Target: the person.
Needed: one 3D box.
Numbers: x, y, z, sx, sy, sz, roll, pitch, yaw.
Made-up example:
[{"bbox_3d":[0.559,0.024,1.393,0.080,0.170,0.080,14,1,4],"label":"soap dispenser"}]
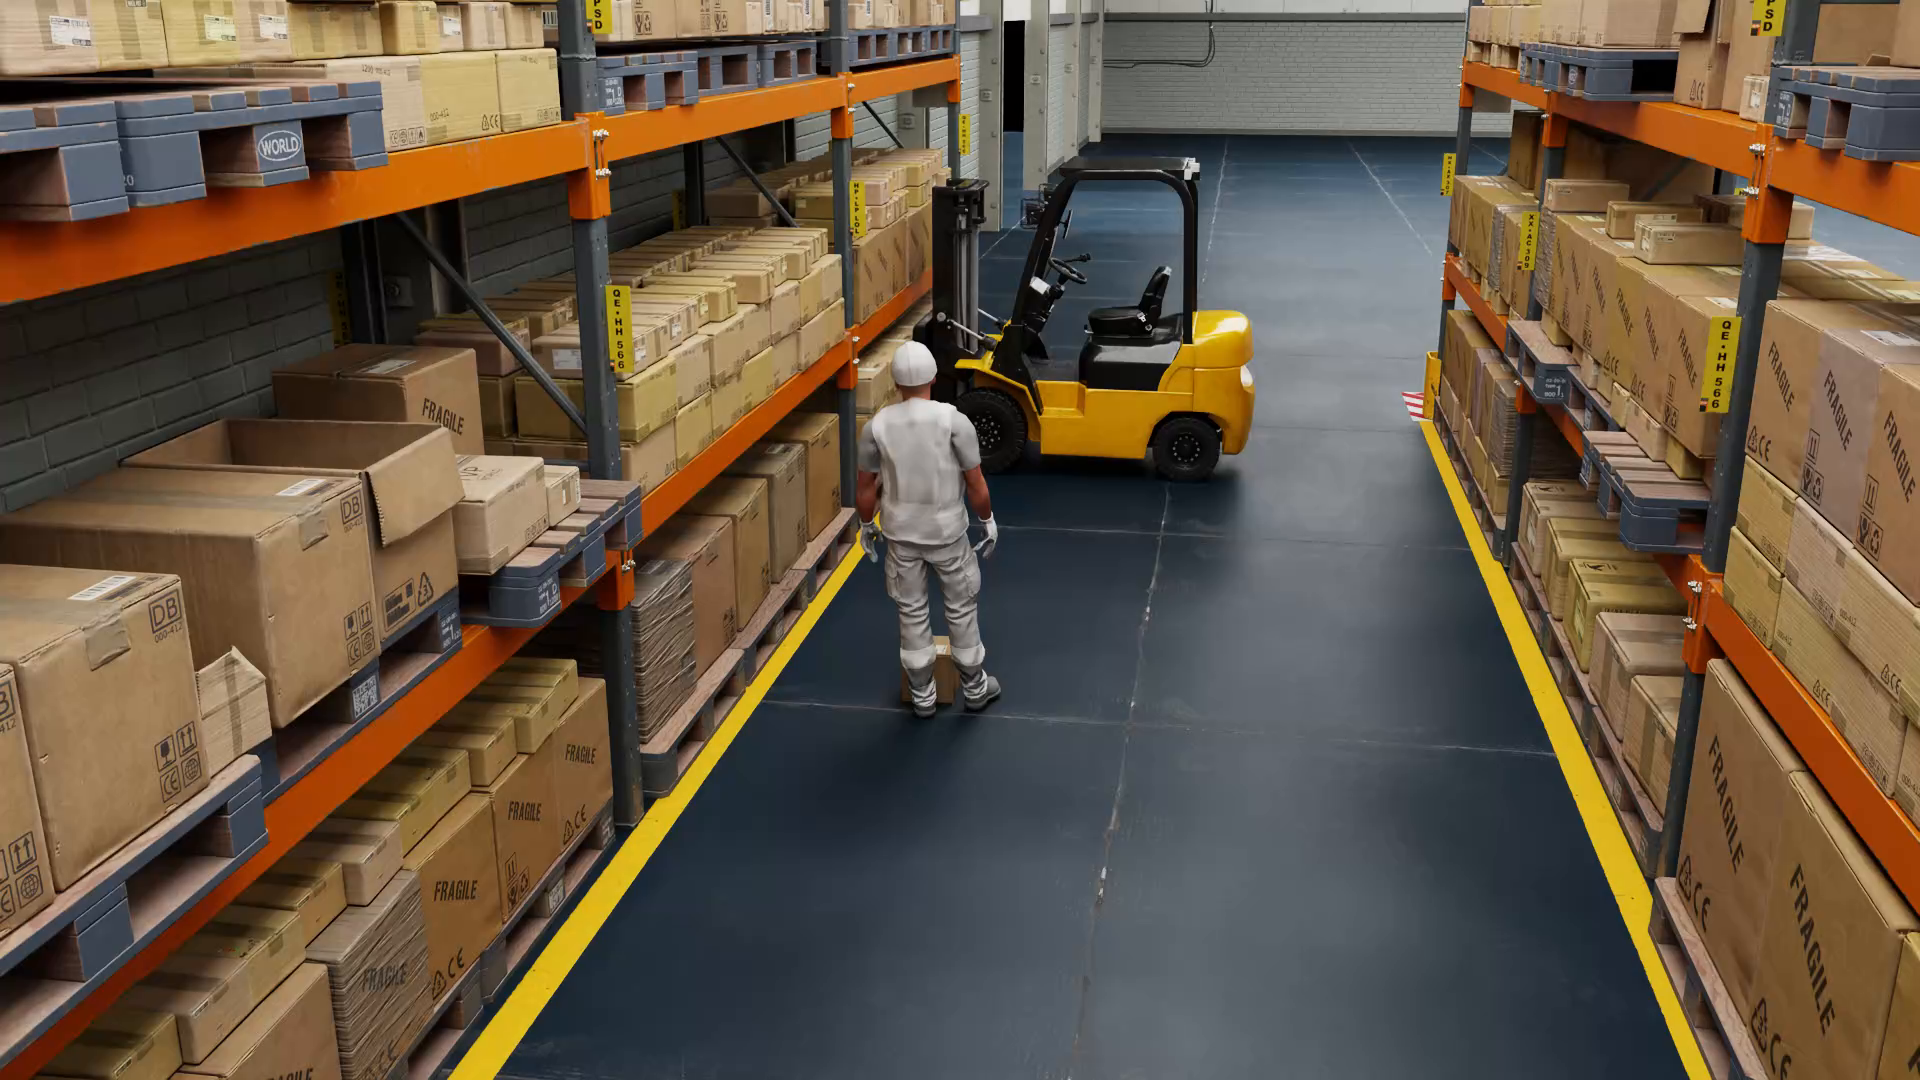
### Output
[{"bbox_3d":[-0.139,-0.056,7.658,0.638,1.788,0.561,3,18,9],"label":"person"}]
